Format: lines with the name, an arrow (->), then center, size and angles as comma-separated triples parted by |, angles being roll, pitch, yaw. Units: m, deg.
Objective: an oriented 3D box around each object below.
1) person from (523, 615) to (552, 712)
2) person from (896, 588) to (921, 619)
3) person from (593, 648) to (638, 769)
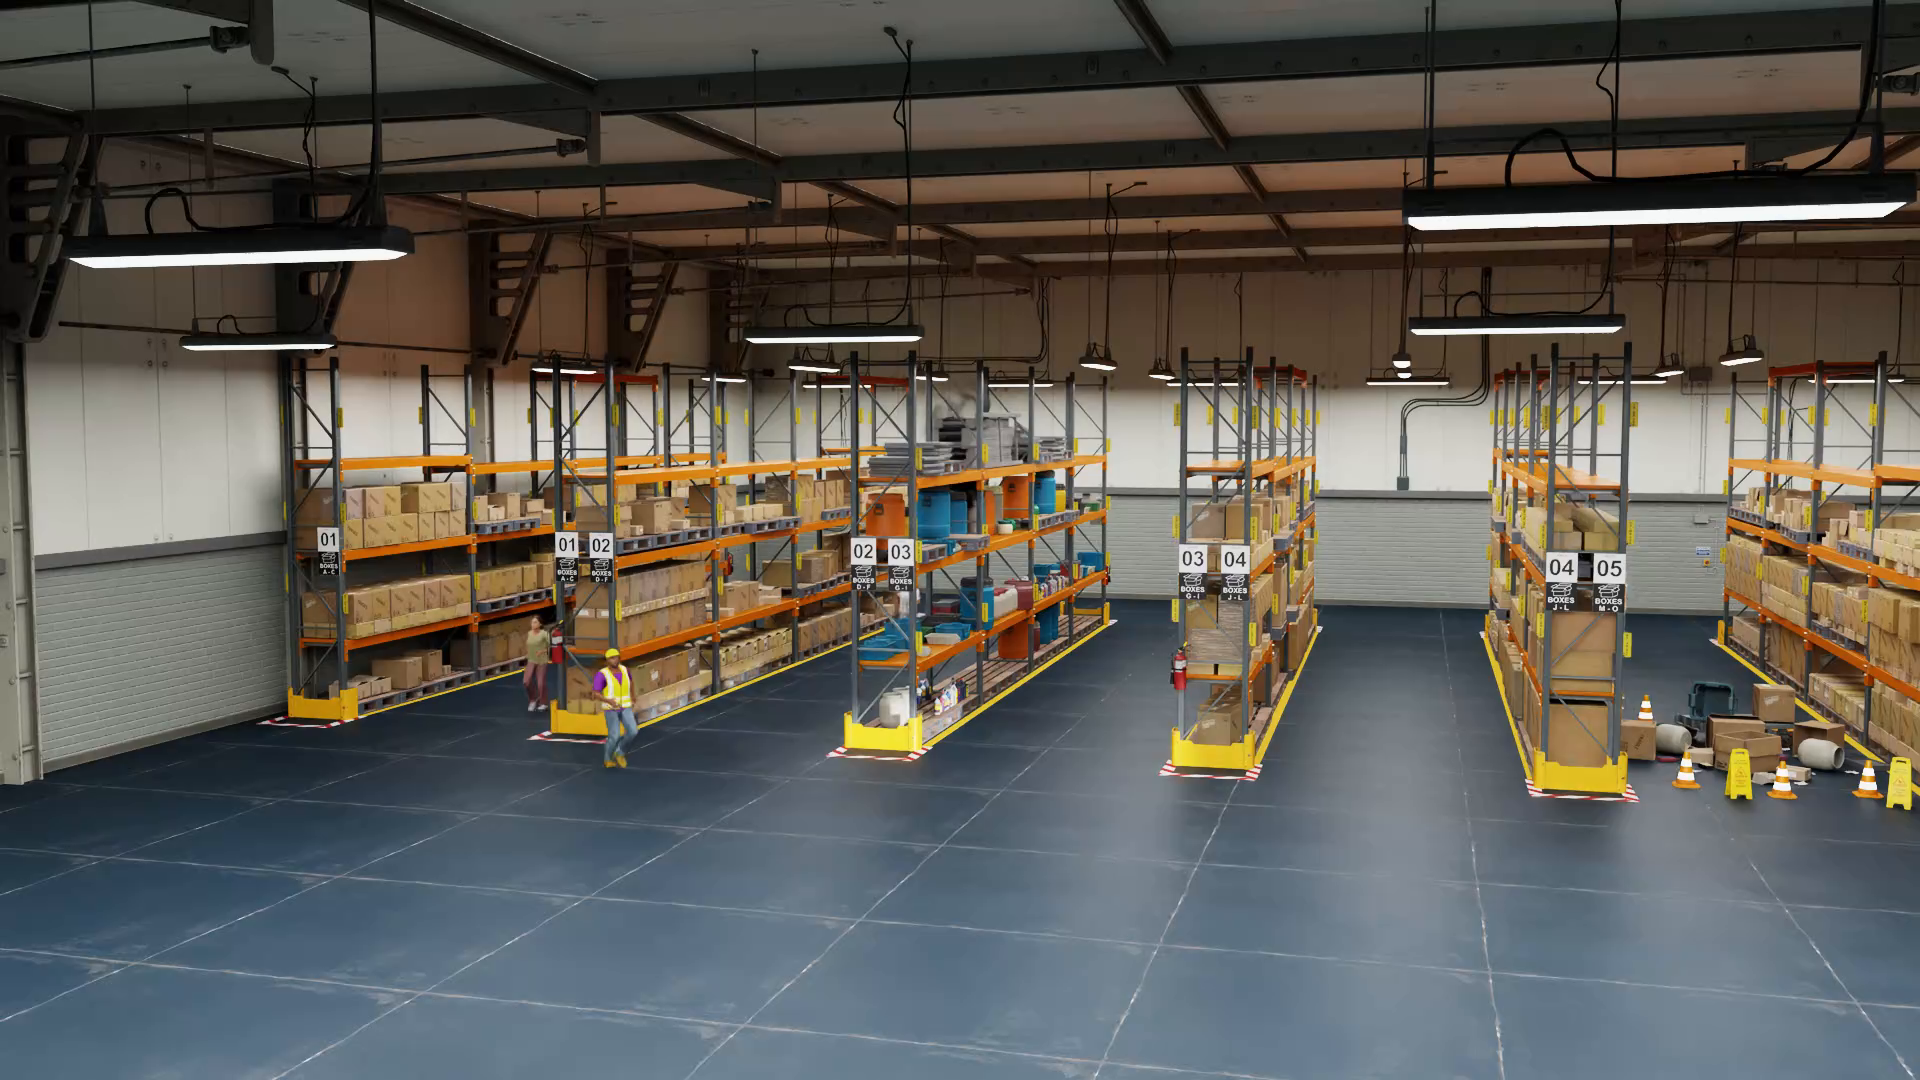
person -> -7.164, 2.098, 28.223 | 0.581, 1.647, 0.623 | 1, 4, 11
person -> -1.104, 1.582, 35.246 | 0.543, 1.756, 0.755 | 0, 4, 5
person -> -4.865, 2.399, 23.645 | 0.712, 1.729, 0.639 | -3, 5, -39
